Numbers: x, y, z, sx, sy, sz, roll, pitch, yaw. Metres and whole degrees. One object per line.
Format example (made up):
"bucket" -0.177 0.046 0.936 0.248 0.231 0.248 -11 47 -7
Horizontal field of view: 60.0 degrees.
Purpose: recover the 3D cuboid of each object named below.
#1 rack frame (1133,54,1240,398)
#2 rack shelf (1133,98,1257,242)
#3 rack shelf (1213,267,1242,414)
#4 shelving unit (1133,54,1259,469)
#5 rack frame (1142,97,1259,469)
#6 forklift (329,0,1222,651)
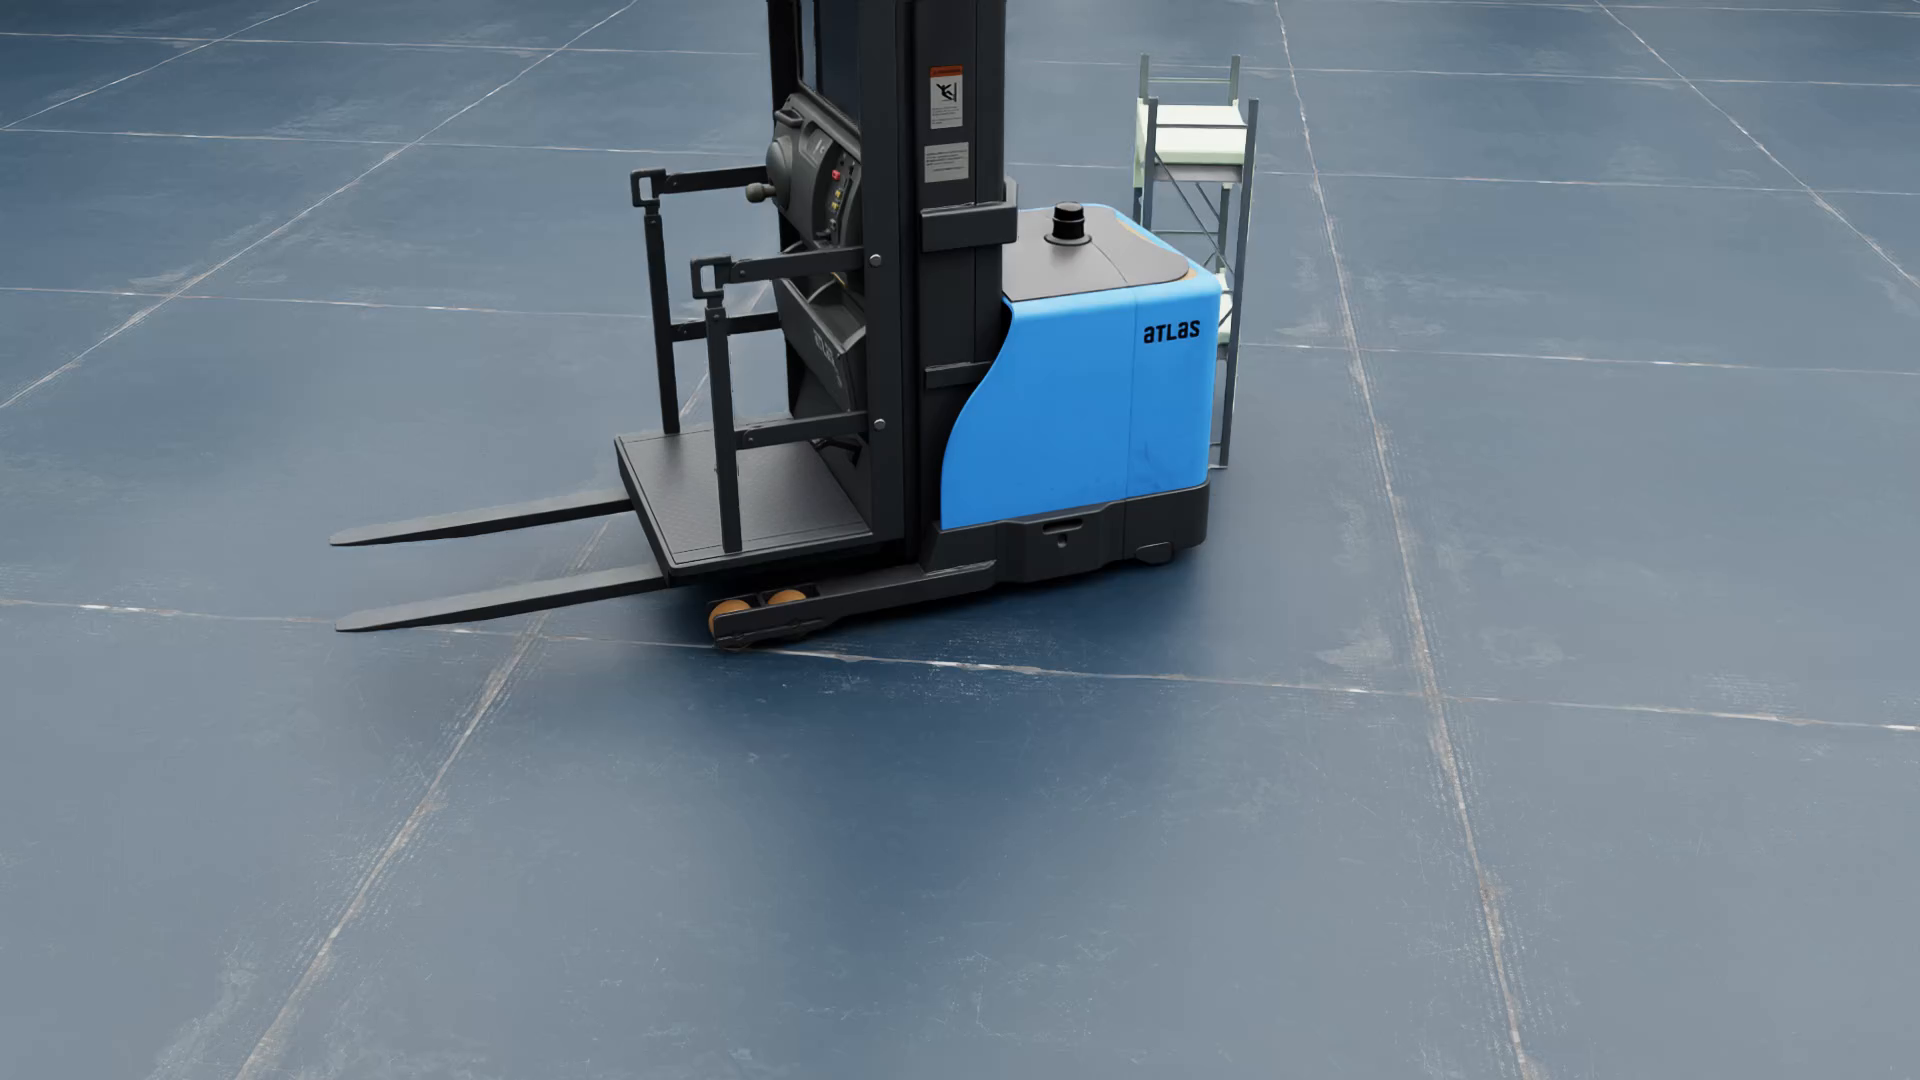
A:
"rack frame" 0.934 -1.306 7.092 0.400 1.500 0.023 2 28 3
"rack shelf" 0.914 -1.476 6.586 0.431 0.370 0.720 2 28 3
"rack shelf" 0.914 -0.845 6.925 0.431 0.370 0.720 2 28 3
"shelving unit" 0.914 -1.132 6.771 0.431 1.500 0.755 2 28 3
"rack frame" 0.893 -0.959 6.449 0.400 1.500 0.023 2 28 3
"forklift" -0.664 -1.203 5.393 3.031 2.935 1.130 -10 30 -18
